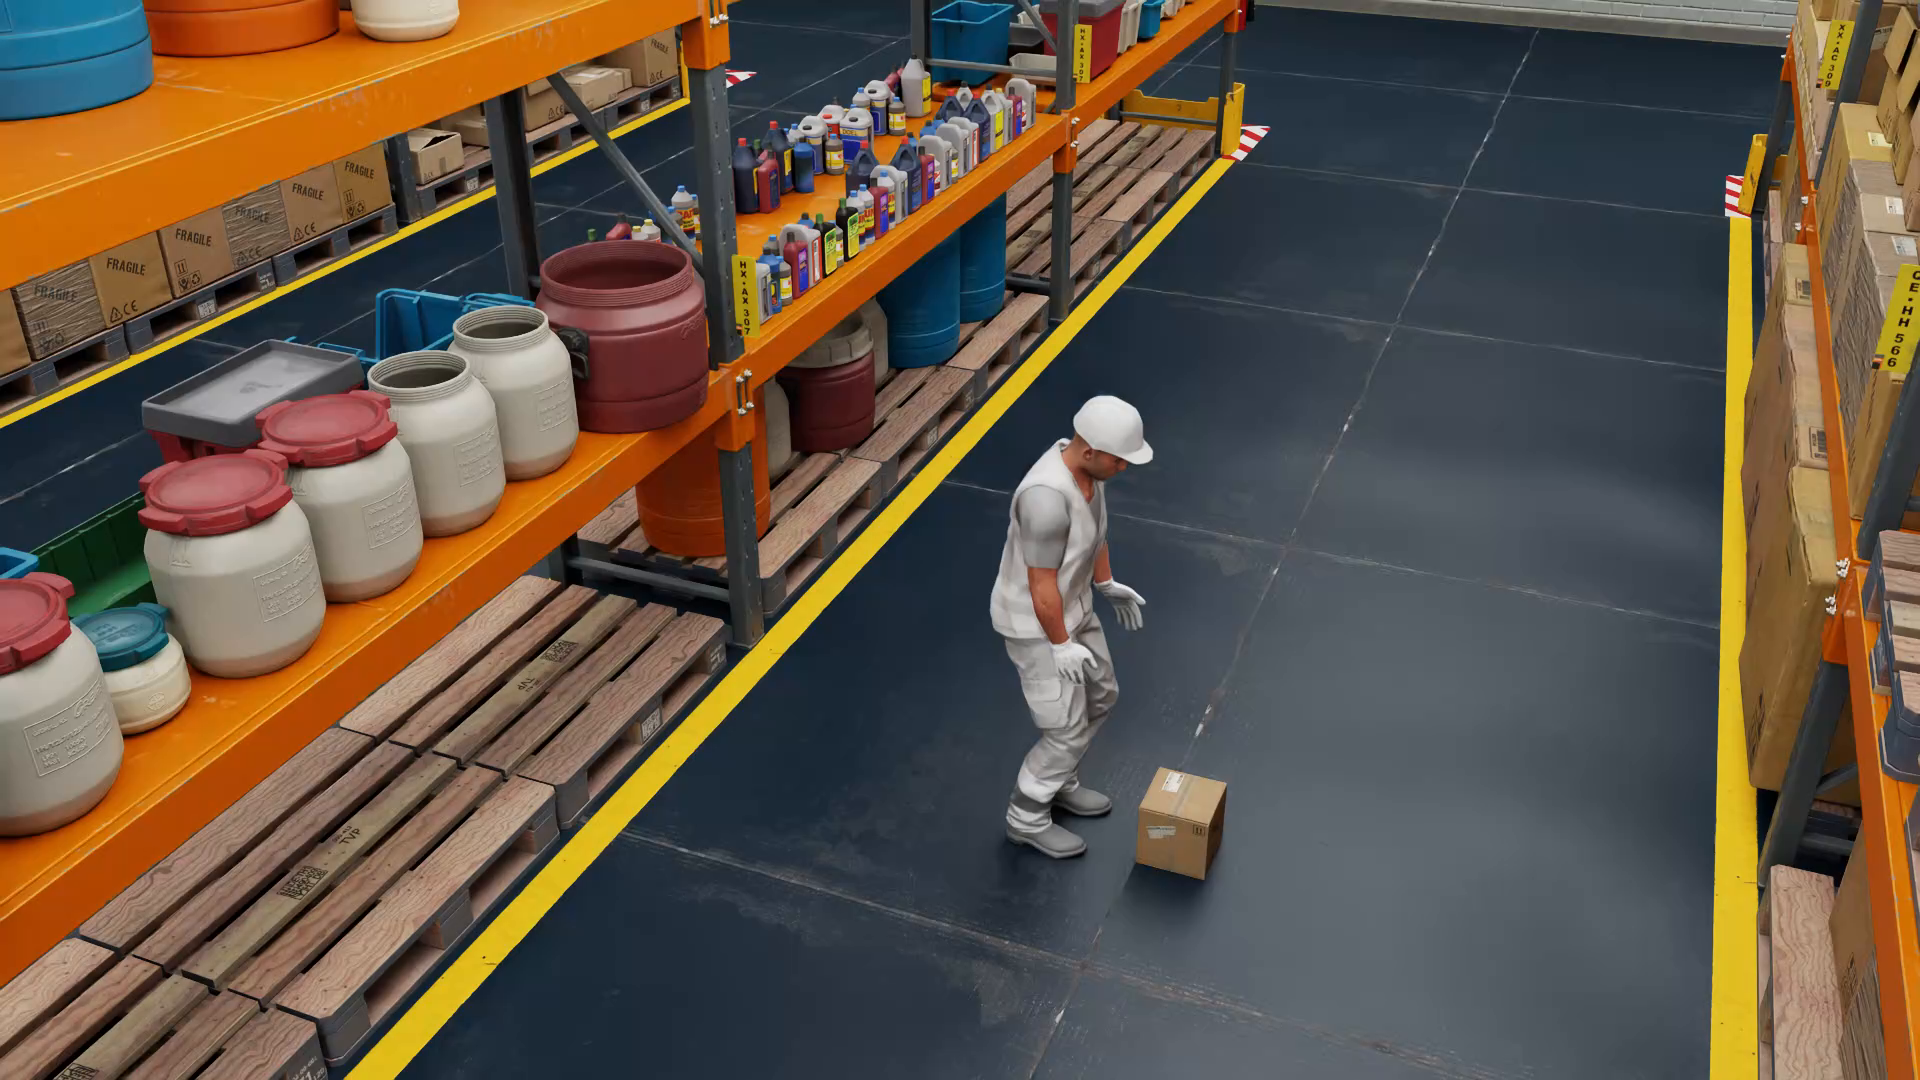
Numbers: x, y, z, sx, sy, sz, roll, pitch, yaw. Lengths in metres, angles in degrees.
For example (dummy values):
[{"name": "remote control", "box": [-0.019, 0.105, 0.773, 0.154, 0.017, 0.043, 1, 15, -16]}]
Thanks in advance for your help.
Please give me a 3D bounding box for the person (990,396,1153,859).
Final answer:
[{"name": "person", "box": [0.377, 0.276, 5.692, 0.496, 1.712, 0.551, 12, 32, 20]}]
